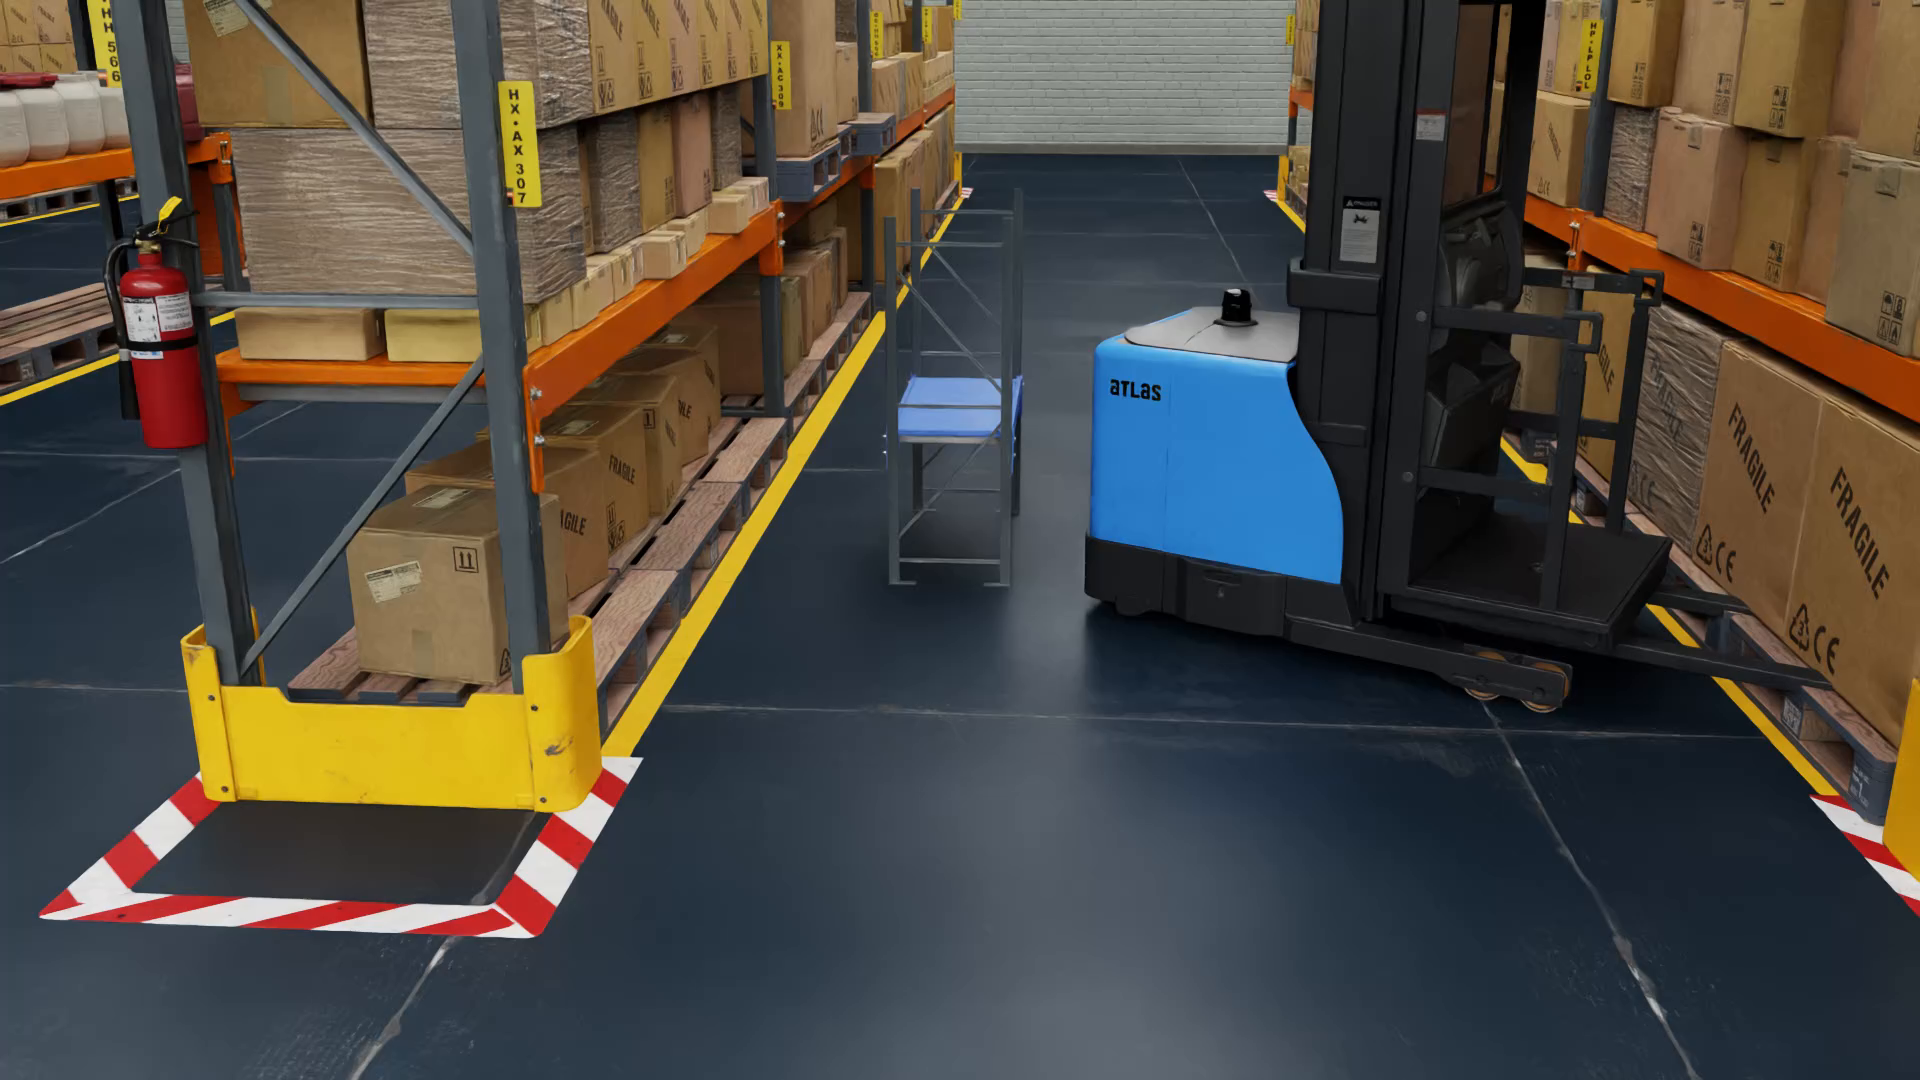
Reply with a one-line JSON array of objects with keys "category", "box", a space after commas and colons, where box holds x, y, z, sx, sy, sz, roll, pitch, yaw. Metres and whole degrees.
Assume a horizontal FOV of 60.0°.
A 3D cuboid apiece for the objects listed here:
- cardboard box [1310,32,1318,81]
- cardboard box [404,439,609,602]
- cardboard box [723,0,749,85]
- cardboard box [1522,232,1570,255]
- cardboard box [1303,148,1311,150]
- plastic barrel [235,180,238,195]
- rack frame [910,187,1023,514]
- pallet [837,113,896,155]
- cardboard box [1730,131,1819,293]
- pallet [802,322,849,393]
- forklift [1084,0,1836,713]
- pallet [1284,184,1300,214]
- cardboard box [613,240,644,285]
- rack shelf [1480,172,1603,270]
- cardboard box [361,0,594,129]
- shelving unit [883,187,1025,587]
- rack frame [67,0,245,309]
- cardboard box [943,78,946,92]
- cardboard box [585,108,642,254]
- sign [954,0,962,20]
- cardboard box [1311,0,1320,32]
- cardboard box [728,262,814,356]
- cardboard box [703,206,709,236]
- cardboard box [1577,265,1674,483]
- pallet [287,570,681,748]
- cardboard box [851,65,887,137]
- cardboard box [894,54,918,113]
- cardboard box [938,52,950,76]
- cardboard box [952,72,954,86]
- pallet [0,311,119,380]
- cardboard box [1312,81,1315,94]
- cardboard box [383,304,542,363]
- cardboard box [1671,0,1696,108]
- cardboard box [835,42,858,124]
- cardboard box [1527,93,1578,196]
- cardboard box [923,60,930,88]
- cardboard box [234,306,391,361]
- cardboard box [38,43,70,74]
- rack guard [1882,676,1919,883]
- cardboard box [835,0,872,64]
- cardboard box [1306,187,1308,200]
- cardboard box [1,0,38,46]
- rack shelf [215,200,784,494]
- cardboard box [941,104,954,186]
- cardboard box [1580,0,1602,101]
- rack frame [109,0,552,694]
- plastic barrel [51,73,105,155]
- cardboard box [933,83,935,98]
[{"category": "cardboard box", "box": [3.970, -5.062, 17.416, 0.500, 0.500, 0.500, 1, 18, 2]}, {"category": "cardboard box", "box": [-1.648, -0.048, 6.092, 0.500, 0.500, 0.500, 6, 19, 18]}, {"category": "cardboard box", "box": [-1.224, -2.261, 7.263, 0.500, 0.500, 0.500, 1, 18, 4]}, {"category": "cardboard box", "box": [3.536, -1.381, 9.760, 1.050, 0.750, 0.750, 1, 18, 4]}, {"category": "cardboard box", "box": [4.092, -4.368, 18.883, 0.380, 0.149, 0.250, 2, 18, 5]}, {"category": "plastic barrel", "box": [-5.986, -2.808, 14.374, 0.600, 0.588, 0.708, 1, 18, 4]}, {"category": "rack frame", "box": [0.030, -0.844, 7.590, 0.500, 1.500, 0.032, 1, 18, 4]}, {"category": "pallet", "box": [-1.090, -2.826, 11.539, 1.213, 0.211, 1.003, 1, 18, 4]}, {"category": "cardboard box", "box": [3.383, -1.210, 6.057, 0.875, 0.550, 0.500, 1, 18, 4]}, {"category": "pallet", "box": [-1.292, -1.195, 10.732, 1.003, 0.211, 1.213, 1, 18, 4]}, {"category": "forklift", "box": [2.010, -0.996, 5.756, 3.031, 2.935, 1.130, 11, 21, 31]}, {"category": "pallet", "box": [4.270, -3.883, 18.935, 1.003, 0.211, 1.213, 1, 18, 4]}, {"category": "cardboard box", "box": [-1.377, -1.008, 6.087, 0.380, 0.149, 0.250, 1, 18, 4]}, {"category": "rack shelf", "box": [3.652, -2.036, 9.974, 1.077, 0.370, 4.000, 1, 18, 4]}, {"category": "cardboard box", "box": [-1.407, -1.485, 4.894, 0.500, 0.500, 0.500, 1, 18, 4]}, {"category": "shelving unit", "box": [-0.006, -0.686, 7.109, 0.538, 1.500, 1.048, 1, 18, 4]}, {"category": "rack frame", "box": [-6.085, -3.252, 12.529, 1.000, 3.000, 0.127, 1, 18, 4]}, {"category": "cardboard box", "box": [-0.358, -4.990, 18.239, 0.380, 0.149, 0.250, 1, 18, 4]}, {"category": "cardboard box", "box": [-1.656, -1.328, 6.019, 0.875, 0.500, 0.500, 1, 18, 4]}, {"category": "sign", "box": [-0.031, -6.272, 19.507, 0.100, 0.325, 0.005, 1, 18, 4]}, {"category": "cardboard box", "box": [3.949, -5.538, 17.262, 0.500, 0.500, 0.500, 1, 18, 2]}, {"category": "cardboard box", "box": [-1.273, -1.432, 10.282, 0.700, 0.500, 0.500, 0, 18, -1]}, {"category": "cardboard box", "box": [-1.315, -1.397, 7.274, 0.380, 0.149, 0.250, 1, 18, 4]}, {"category": "cardboard box", "box": [3.394, -0.753, 7.640, 0.875, 0.875, 0.875, 2, 18, 5]}, {"category": "pallet", "box": [-1.619, 0.394, 5.883, 1.003, 0.211, 1.213, 1, 18, 4]}, {"category": "cardboard box", "box": [-0.839, -3.333, 12.618, 0.500, 0.500, 0.500, 2, 18, 6]}, {"category": "cardboard box", "box": [-0.662, -4.126, 15.037, 0.500, 0.500, 0.500, 2, 18, 6]}, {"category": "cardboard box", "box": [-0.378, -5.382, 18.793, 0.500, 0.250, 0.500, 1, 18, 3]}, {"category": "cardboard box", "box": [-0.268, -5.388, 19.453, 0.380, 0.149, 0.250, 2, 18, 5]}, {"category": "pallet", "box": [-6.269, -1.309, 11.078, 1.003, 0.211, 1.213, 1, 18, 4]}, {"category": "cardboard box", "box": [3.997, -4.865, 17.857, 0.380, 0.149, 0.250, 1, 18, 3]}, {"category": "cardboard box", "box": [-1.460, -0.620, 4.902, 0.380, 0.149, 0.250, 1, 18, 4]}, {"category": "cardboard box", "box": [3.524, -2.054, 6.898, 0.875, 0.550, 0.550, 1, 18, 4]}, {"category": "cardboard box", "box": [-1.084, -3.044, 11.060, 0.700, 0.500, 0.500, 4, 19, 12]}, {"category": "cardboard box", "box": [3.315, -2.129, 8.942, 0.500, 0.500, 0.500, 1, 18, 3]}, {"category": "cardboard box", "box": [-0.563, -4.593, 16.387, 0.500, 0.250, 0.500, 1, 18, 3]}, {"category": "cardboard box", "box": [-1.904, -0.630, 4.932, 0.380, 0.149, 0.250, 1, 18, 4]}, {"category": "cardboard box", "box": [-10.324, -5.278, 18.552, 0.500, 0.500, 0.500, 1, 18, 3]}, {"category": "rack guard", "box": [3.220, 0.681, 4.541, 1.175, 0.500, 0.348, 1, 18, 4]}, {"category": "cardboard box", "box": [-1.076, -3.892, 12.712, 0.797, 0.503, 0.637, 2, 18, 6]}, {"category": "cardboard box", "box": [3.914, -3.692, 17.777, 0.380, 0.149, 0.250, 1, 18, 4]}, {"category": "cardboard box", "box": [-10.350, -5.588, 17.894, 0.500, 0.500, 0.500, 1, 18, 2]}, {"category": "rack shelf", "box": [-1.575, -0.936, 6.616, 1.077, 0.370, 4.000, 1, 18, 4]}, {"category": "cardboard box", "box": [-0.537, -4.615, 19.428, 0.875, 0.875, 0.875, 1, 18, 4]}, {"category": "cardboard box", "box": [3.538, -2.434, 8.266, 0.700, 0.500, 0.500, 1, 18, 3]}, {"category": "rack frame", "box": [-1.718, -0.656, 4.609, 1.000, 3.000, 0.127, 1, 18, 4]}, {"category": "plastic barrel", "box": [-5.976, -2.850, 11.123, 0.421, 0.512, 0.421, 0, 18, 0]}, {"category": "cardboard box", "box": [-0.451, -4.593, 17.028, 0.380, 0.149, 0.250, 1, 18, 2]}]
